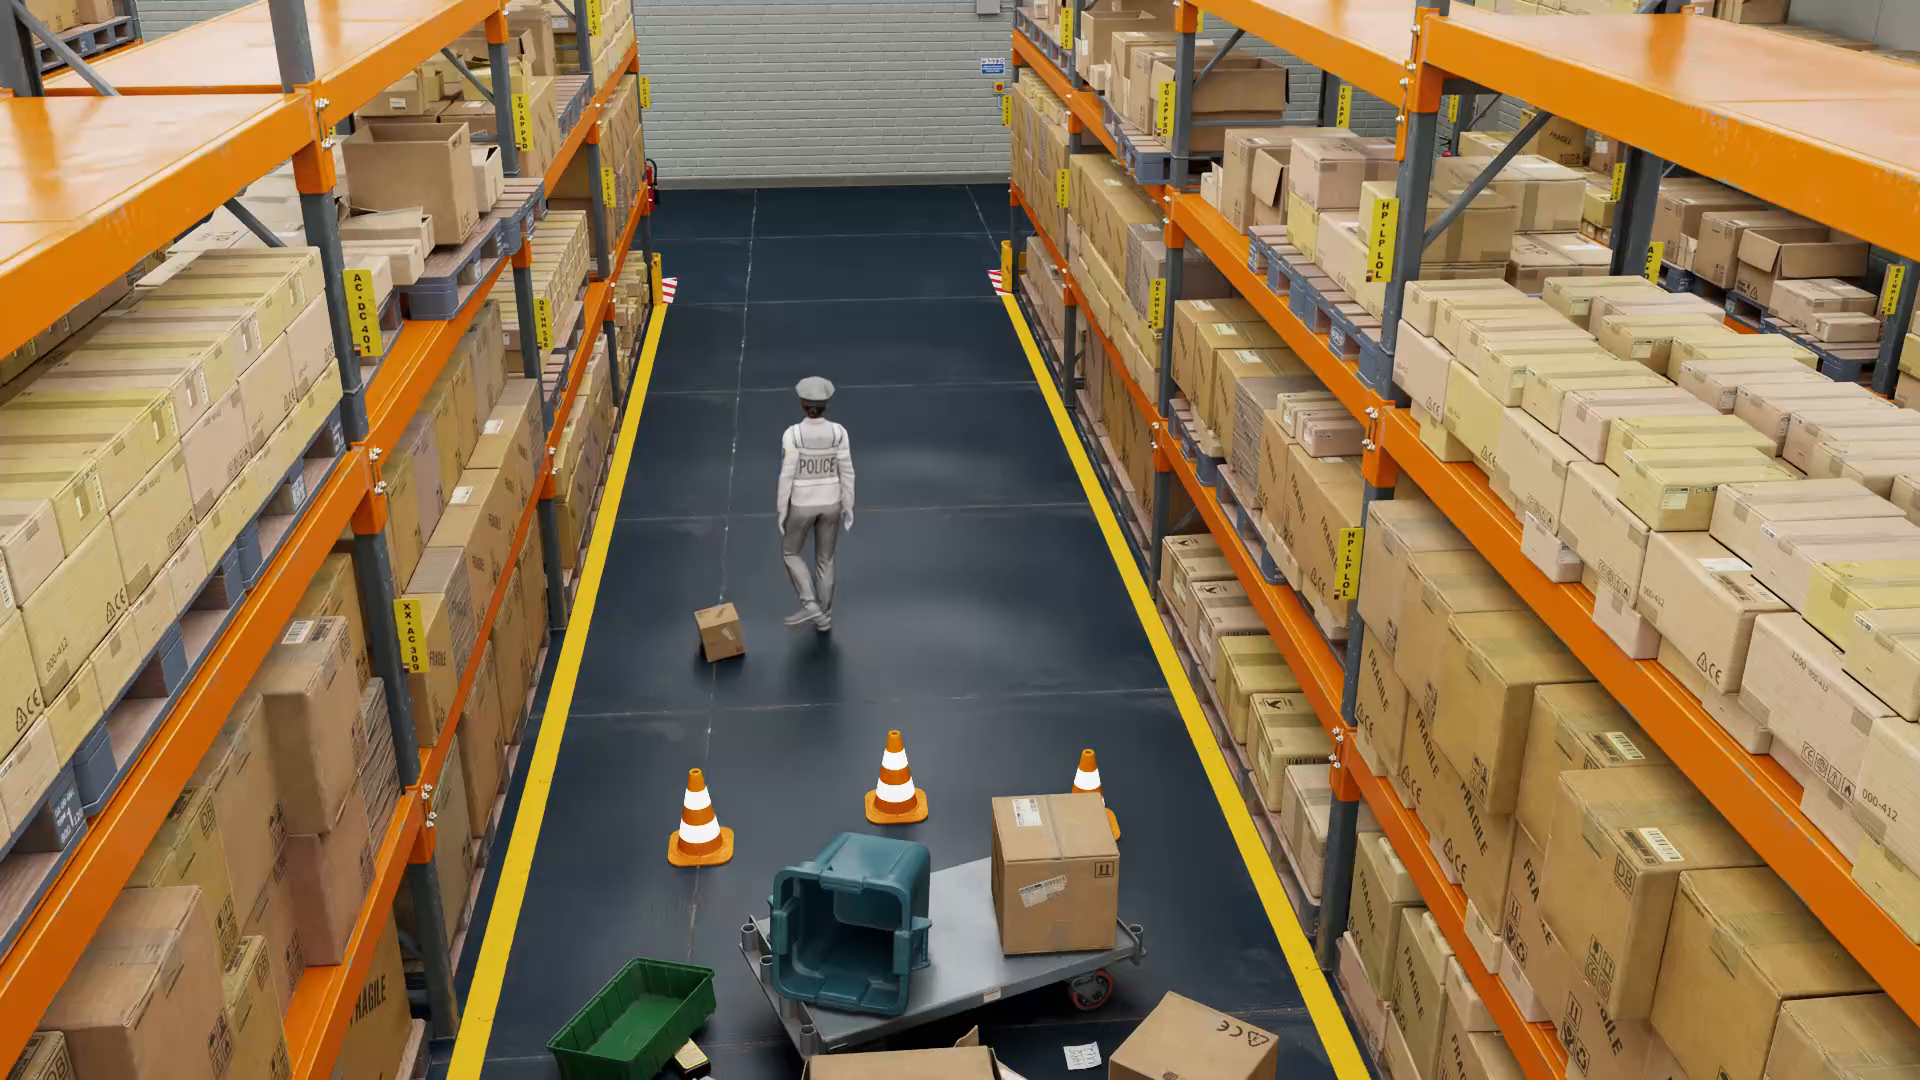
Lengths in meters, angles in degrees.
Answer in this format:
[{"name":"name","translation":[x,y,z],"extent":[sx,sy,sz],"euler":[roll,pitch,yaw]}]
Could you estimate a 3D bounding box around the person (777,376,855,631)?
[{"name":"person","translation":[-0.921,-0.187,10.700],"extent":[0.535,1.674,0.493],"euler":[-8,25,-17]}]
